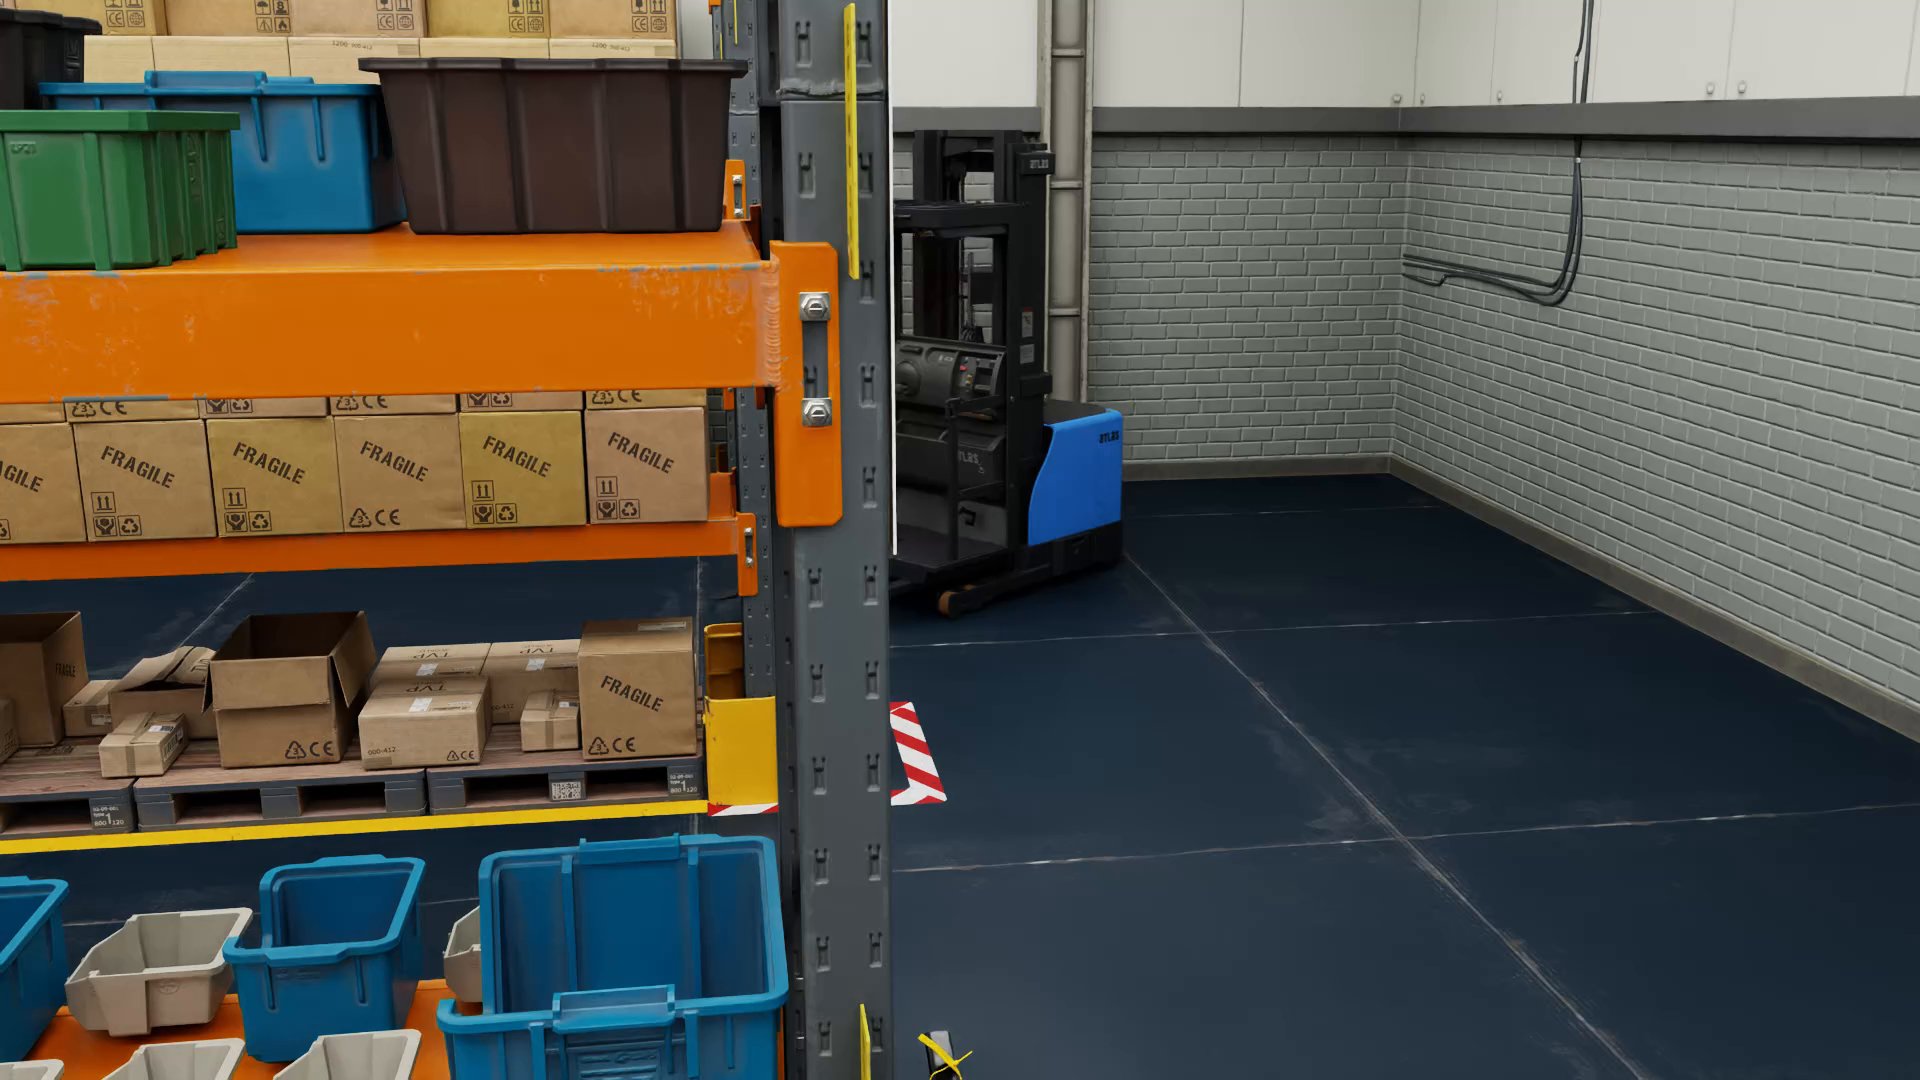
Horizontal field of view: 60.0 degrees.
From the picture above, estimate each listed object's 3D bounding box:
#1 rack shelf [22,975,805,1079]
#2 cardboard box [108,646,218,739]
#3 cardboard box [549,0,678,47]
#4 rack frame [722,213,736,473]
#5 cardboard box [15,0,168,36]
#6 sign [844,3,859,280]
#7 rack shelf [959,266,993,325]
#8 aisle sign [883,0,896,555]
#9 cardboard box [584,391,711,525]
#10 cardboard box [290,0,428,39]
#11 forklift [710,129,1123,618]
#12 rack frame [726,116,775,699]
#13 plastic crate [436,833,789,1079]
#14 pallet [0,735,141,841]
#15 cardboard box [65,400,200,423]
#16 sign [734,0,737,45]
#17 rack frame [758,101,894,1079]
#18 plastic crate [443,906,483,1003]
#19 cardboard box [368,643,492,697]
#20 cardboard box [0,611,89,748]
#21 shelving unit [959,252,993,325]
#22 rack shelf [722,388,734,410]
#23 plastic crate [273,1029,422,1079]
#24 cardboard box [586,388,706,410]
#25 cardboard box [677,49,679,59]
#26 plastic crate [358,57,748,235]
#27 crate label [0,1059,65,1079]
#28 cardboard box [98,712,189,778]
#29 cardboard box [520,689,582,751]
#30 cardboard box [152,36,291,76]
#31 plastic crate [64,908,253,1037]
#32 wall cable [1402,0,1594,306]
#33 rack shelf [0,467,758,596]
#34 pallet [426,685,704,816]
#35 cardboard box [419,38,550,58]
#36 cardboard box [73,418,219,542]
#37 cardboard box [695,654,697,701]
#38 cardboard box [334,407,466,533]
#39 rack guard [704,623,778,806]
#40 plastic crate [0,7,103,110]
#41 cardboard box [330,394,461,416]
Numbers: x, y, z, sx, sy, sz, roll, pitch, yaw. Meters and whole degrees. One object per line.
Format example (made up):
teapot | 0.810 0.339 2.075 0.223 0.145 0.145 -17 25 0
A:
rack shelf | -2.210 1.205 2.729 4.000 0.370 1.077 -2 14 -8
cardboard box | -3.659 0.712 7.840 0.500 0.311 0.500 -2 14 -8
cardboard box | -1.472 -2.374 7.093 0.500 0.500 0.700 -2 14 -8
rack frame | -1.708 -1.599 12.432 0.127 3.000 1.000 -2 14 -8
cardboard box | -3.437 -2.282 6.726 0.500 0.500 0.700 -2 14 -8
sign | -0.134 -0.489 2.053 0.005 0.325 0.100 -2 14 -8
rack shelf | 0.192 -1.726 11.963 0.480 0.518 0.431 -8 16 -29
aisle sign | -0.117 -0.409 2.343 0.004 0.787 0.394 -2 14 -8
cardboard box | -1.369 -0.375 7.344 0.500 0.500 0.500 -2 14 -7
cardboard box | -2.457 -2.332 6.927 0.500 0.500 0.700 -2 14 -8
forklift | -0.234 -1.079 10.499 1.130 2.935 3.031 12 19 41
rack frame | -0.966 -0.408 7.682 0.127 3.000 1.000 -2 14 -8
plastic crate | -0.535 0.795 2.691 0.499 0.435 0.616 -2 14 -8
pallet | -4.242 1.065 7.541 1.213 0.211 1.003 -2 14 -8
cardboard box | -3.395 -0.783 6.917 0.500 0.500 0.500 -3 14 -10
sign | -0.903 -2.158 6.674 0.005 0.325 0.100 -2 14 -8
rack frame | -0.232 0.784 2.930 0.127 3.000 1.000 -2 14 -8
plastic crate | -0.855 0.804 3.268 0.298 0.136 0.250 -2 14 -8
cardboard box | -2.535 0.700 8.012 0.500 0.250 0.500 -2 14 -8
cardboard box | -4.401 0.647 7.709 0.500 0.500 0.500 -2 14 -8
shelving unit | 0.191 -1.061 12.132 0.503 2.100 0.431 -8 16 -29
rack shelf | -3.686 -1.178 12.231 4.000 0.370 1.077 -2 14 -8
plastic crate | -1.011 0.956 2.663 0.243 0.136 0.396 -2 14 -8
cardboard box | -1.365 -0.859 7.220 0.500 0.500 0.500 -2 14 -9
cardboard box | -1.513 -2.076 7.450 0.500 0.250 0.500 -2 14 -8
plastic crate | -0.654 -0.661 2.793 0.590 0.269 0.497 -2 14 -8
crate label | -1.572 0.979 2.572 0.243 0.136 0.396 -2 14 -8
cardboard box | -3.620 0.901 7.382 0.250 0.166 0.380 -2 14 -8
cardboard box | -1.881 0.825 7.686 0.250 0.166 0.380 -2 14 -8
cardboard box | -2.919 -1.897 6.736 0.500 0.250 0.500 -2 14 -8
plastic crate | -1.526 0.829 3.170 0.298 0.136 0.250 -2 14 -8
wall cable | 3.938 -3.122 12.555 0.112 2.526 3.097 -2 14 -8
rack shelf | -2.944 0.014 7.480 4.000 0.370 1.077 -2 14 -8
pallet | -1.830 0.977 7.894 1.213 0.211 1.003 -2 14 -8
cardboard box | -1.931 -1.934 6.883 0.500 0.250 0.500 -2 14 -8
cardboard box | -3.376 -0.301 7.051 0.500 0.500 0.500 -2 14 -9
cardboard box | -1.432 0.694 8.244 0.250 0.149 0.380 -2 14 -8
cardboard box | -2.375 -0.338 7.198 0.500 0.500 0.500 -2 14 -8
rack guard | -1.041 0.807 7.975 0.348 0.500 1.175 -2 14 -8
plastic crate | -1.784 -0.652 2.616 0.767 0.338 0.504 -2 14 -8
cardboard box | -2.377 -0.821 7.067 0.500 0.500 0.500 -2 14 -7
